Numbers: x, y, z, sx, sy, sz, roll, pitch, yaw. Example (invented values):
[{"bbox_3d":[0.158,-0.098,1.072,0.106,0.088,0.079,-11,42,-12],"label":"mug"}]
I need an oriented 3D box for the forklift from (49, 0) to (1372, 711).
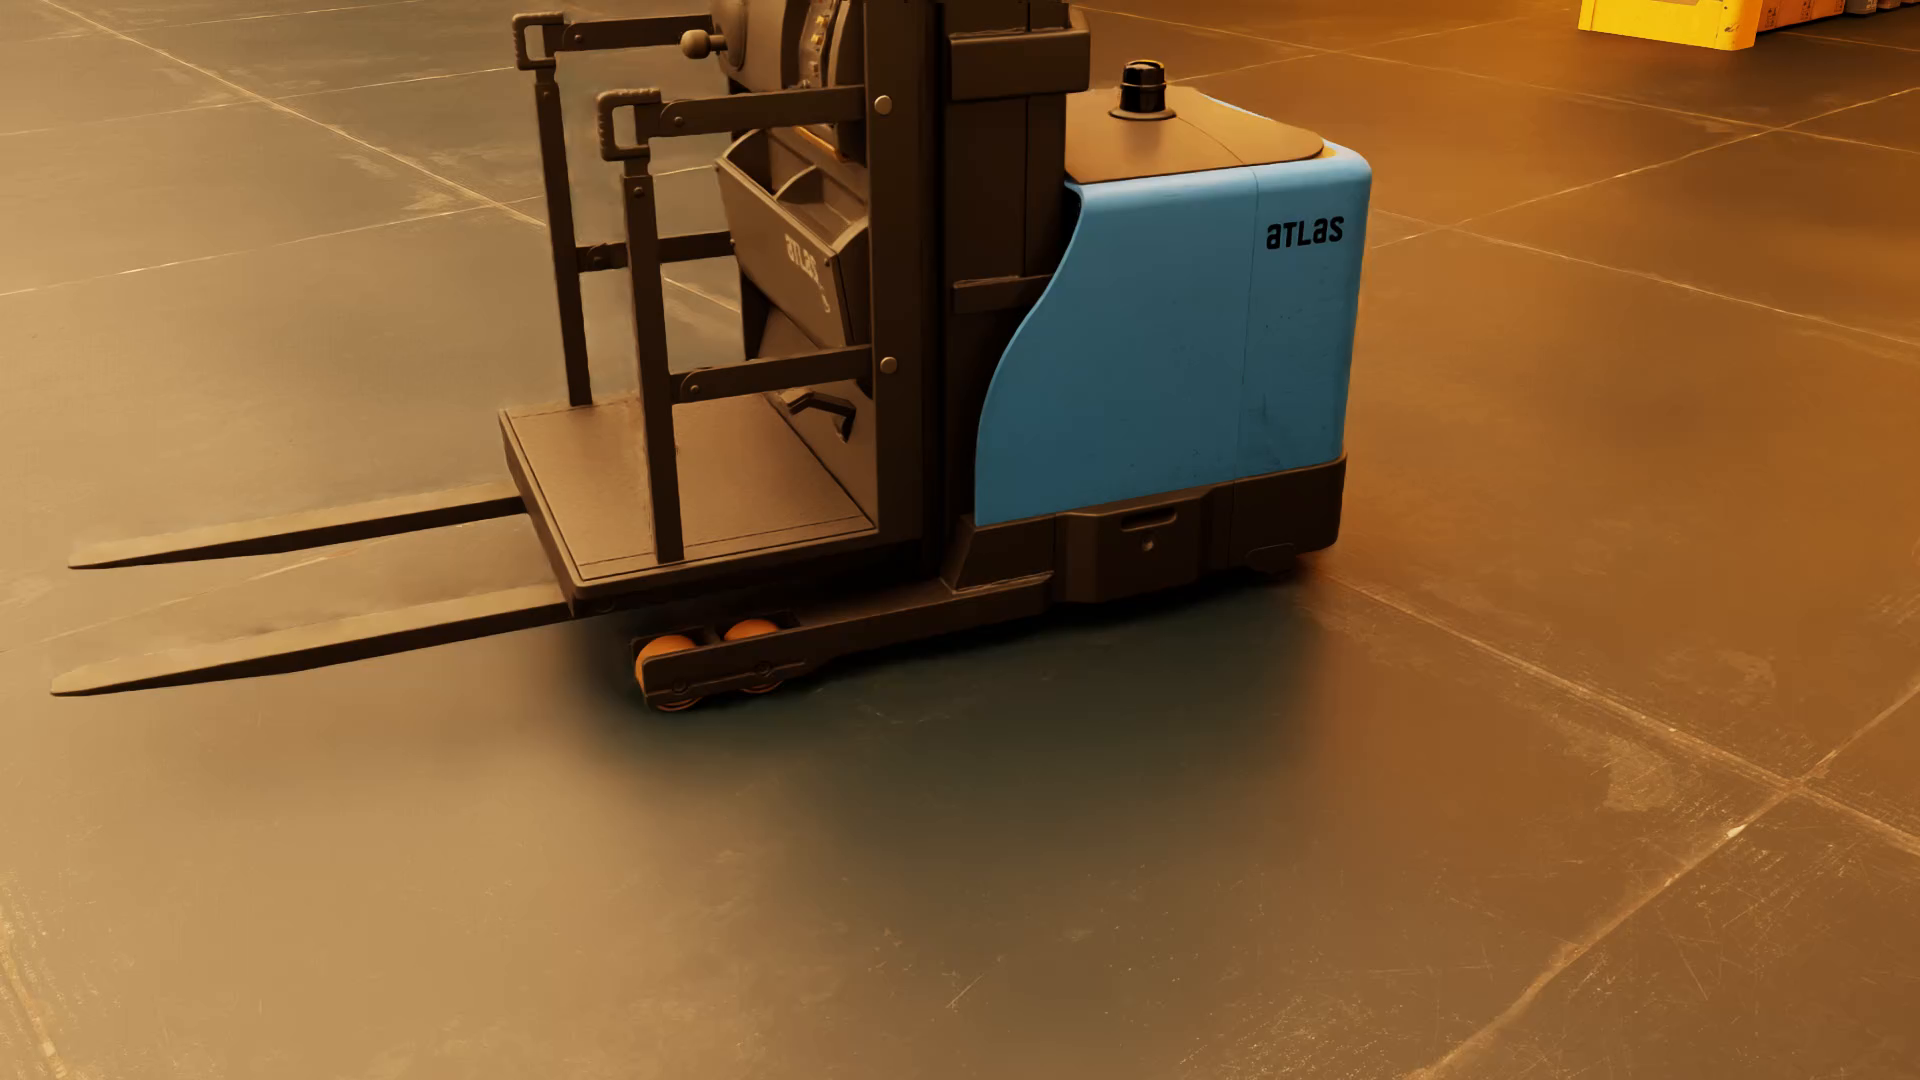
[{"bbox_3d":[-0.576,-1.197,3.615,3.031,2.935,1.130,-10,28,-20],"label":"forklift"}]
